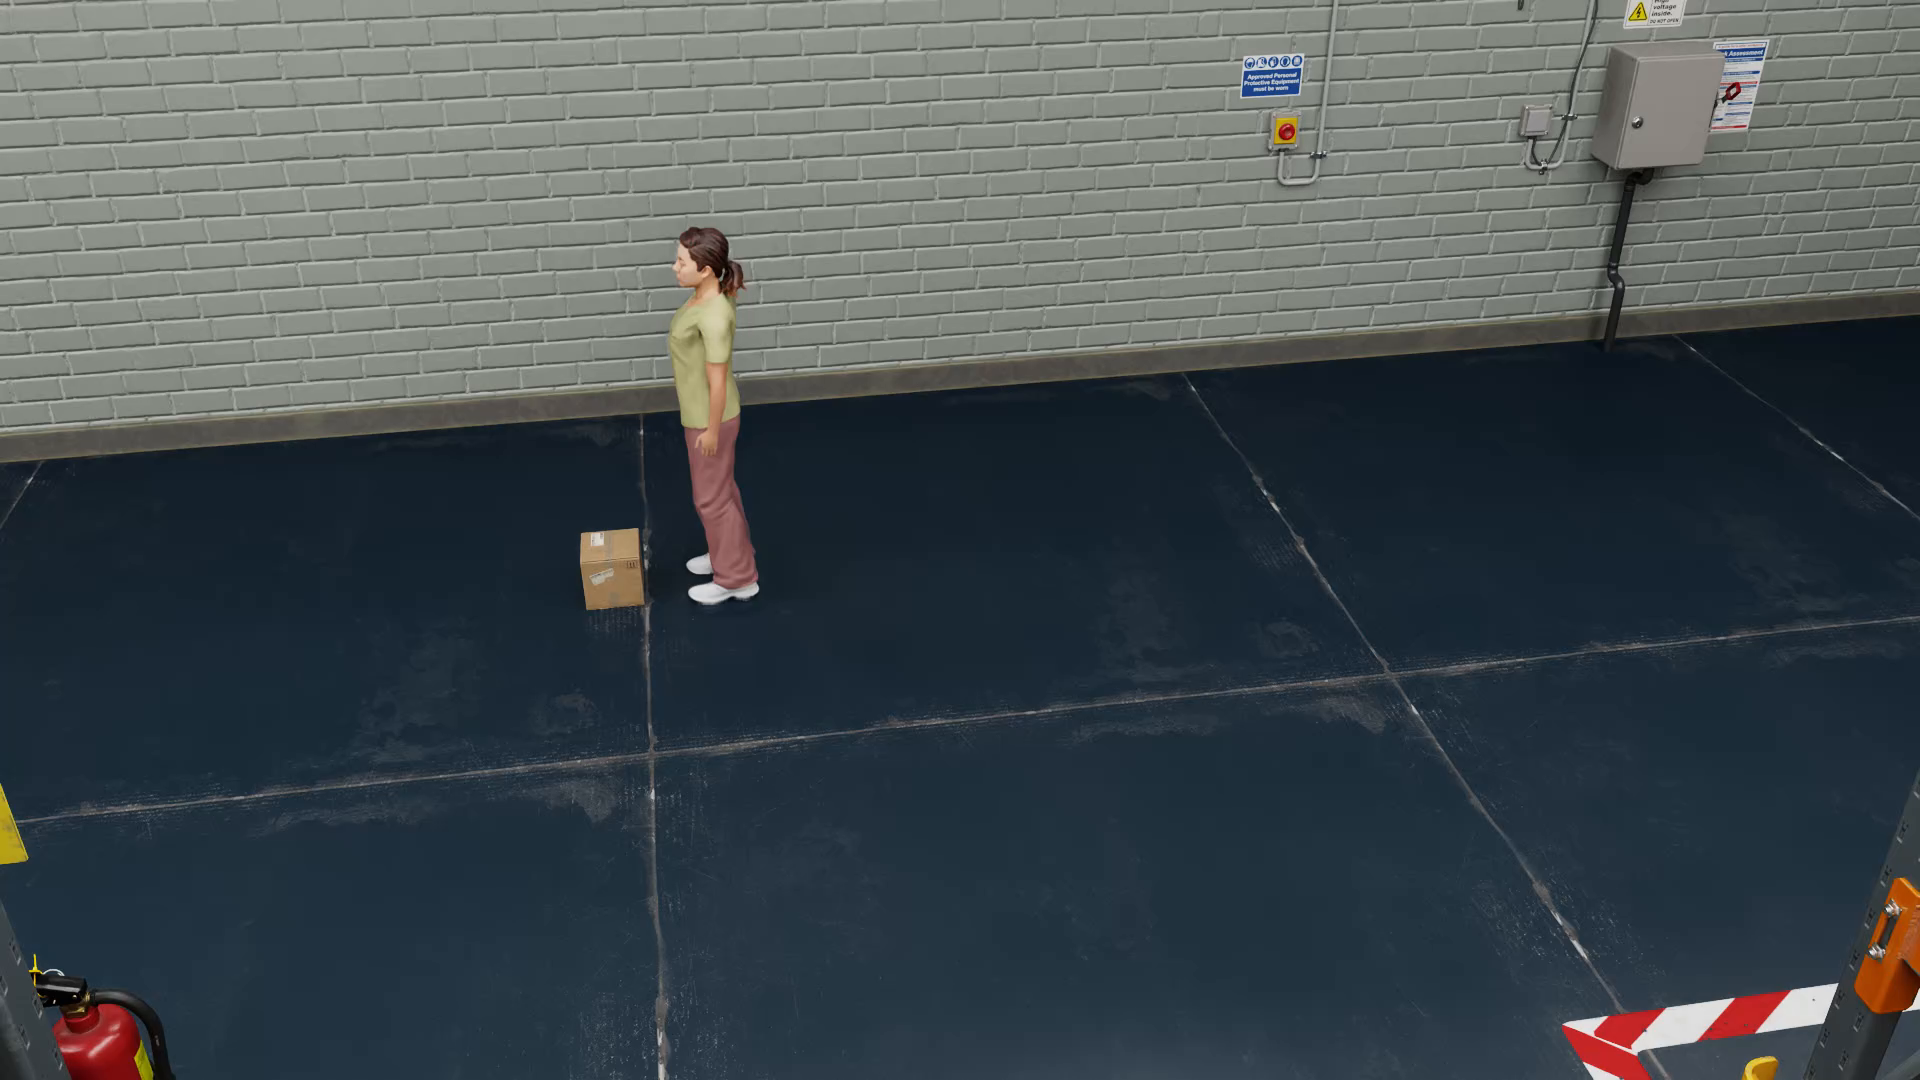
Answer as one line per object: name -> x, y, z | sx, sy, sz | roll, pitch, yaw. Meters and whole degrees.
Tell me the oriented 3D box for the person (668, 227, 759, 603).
person -> -1.038, -0.520, 7.016 | 0.357, 1.667, 0.438 | -5, 31, -8
